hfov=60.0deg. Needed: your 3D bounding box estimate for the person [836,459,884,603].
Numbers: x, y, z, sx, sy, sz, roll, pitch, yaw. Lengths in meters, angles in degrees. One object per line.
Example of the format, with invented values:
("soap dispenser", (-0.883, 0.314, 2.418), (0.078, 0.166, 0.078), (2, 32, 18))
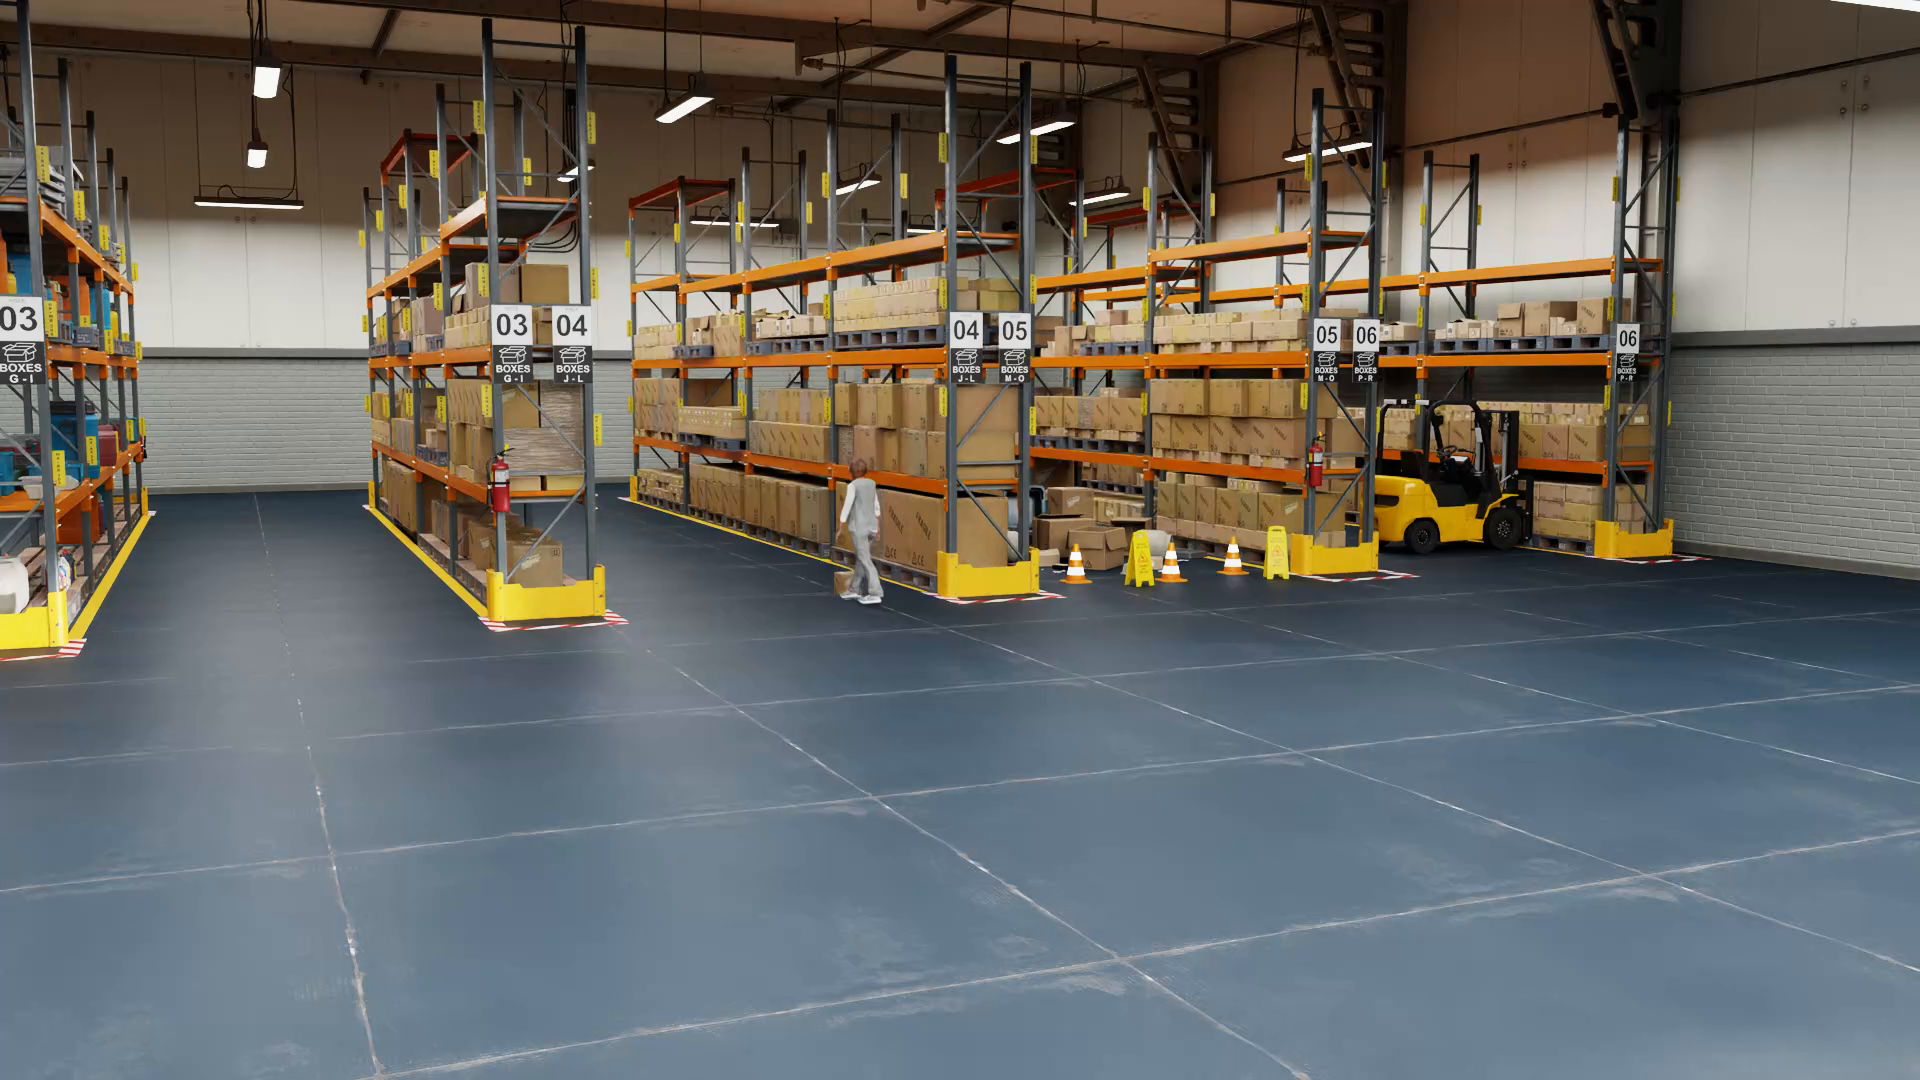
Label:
("person", (-1.130, -0.096, 18.177), (0.781, 1.562, 0.493), (5, 7, 40))
